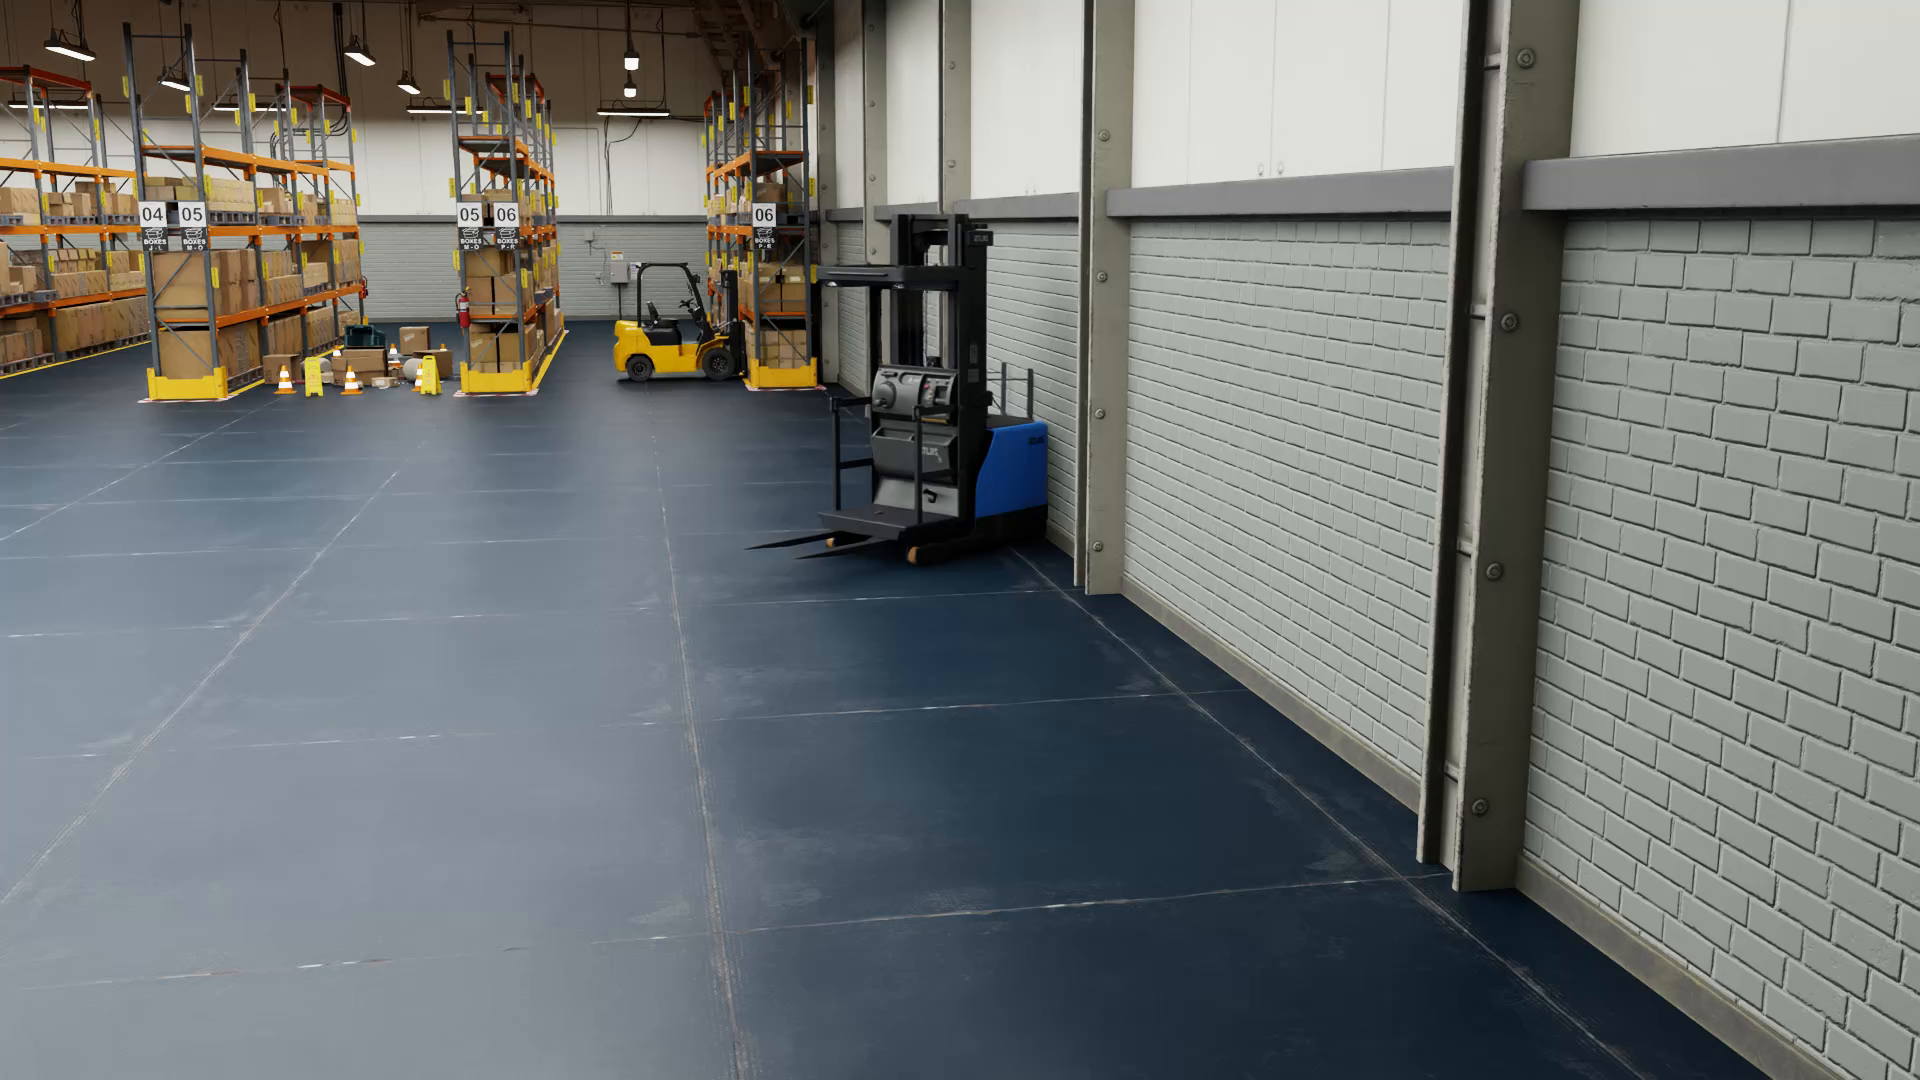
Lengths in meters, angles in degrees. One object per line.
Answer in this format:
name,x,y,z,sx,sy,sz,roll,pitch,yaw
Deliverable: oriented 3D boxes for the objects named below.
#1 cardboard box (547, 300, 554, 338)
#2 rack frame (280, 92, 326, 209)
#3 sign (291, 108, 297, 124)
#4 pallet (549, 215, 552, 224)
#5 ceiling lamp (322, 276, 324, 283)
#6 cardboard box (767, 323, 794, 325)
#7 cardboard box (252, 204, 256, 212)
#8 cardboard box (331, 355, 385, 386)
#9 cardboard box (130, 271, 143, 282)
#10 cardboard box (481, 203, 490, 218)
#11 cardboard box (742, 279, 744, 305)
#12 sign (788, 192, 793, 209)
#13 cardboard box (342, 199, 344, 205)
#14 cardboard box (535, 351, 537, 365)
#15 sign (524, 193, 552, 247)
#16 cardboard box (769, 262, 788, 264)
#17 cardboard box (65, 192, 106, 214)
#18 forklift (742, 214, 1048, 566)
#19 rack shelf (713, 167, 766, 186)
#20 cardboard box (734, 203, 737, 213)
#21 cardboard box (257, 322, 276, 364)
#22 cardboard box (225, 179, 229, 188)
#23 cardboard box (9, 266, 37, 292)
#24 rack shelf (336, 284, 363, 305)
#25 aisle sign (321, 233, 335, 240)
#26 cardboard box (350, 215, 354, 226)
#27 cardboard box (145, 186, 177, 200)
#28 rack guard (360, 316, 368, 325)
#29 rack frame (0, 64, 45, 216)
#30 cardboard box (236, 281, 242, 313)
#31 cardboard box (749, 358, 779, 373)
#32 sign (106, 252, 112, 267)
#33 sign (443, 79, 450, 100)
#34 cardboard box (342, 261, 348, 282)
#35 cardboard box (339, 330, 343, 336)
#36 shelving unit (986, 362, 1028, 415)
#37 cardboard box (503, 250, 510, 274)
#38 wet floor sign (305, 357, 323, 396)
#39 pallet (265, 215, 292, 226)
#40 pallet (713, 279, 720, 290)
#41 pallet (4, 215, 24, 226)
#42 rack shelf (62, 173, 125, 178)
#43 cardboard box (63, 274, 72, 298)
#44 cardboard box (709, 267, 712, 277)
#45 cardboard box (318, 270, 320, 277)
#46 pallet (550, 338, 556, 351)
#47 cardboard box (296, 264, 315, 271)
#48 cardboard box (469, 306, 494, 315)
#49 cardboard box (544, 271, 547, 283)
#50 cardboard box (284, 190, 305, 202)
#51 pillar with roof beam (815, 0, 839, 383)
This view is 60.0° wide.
cardboard box,-9.963,-5.134,38.762,0.875,0.875,0.875,-2,11,-9
rack frame,-15.185,-8.996,38.449,0.949,2.616,0.053,-2,11,-11
sign,-13.860,-8.820,34.603,0.100,0.325,0.005,-2,11,-11
pallet,-10.495,-7.828,40.572,1.003,0.211,1.213,-2,11,-11
ceiling lamp,-21.301,-6.131,27.734,17.082,4.358,17.760,-2,11,-11
cardboard box,-3.438,-4.040,32.008,0.500,0.250,0.500,-2,11,-11
cardboard box,-13.241,-6.132,30.706,0.380,0.149,0.250,-2,11,-11
cardboard box,-10.837,-3.051,29.933,0.637,0.503,0.797,9,14,38
cardboard box,-20.293,-6.428,40.605,0.500,0.250,0.500,-3,11,-13
cardboard box,-8.376,-5.677,28.638,0.500,0.250,0.500,-2,11,-12
cardboard box,-3.974,-4.825,32.311,0.500,0.500,0.500,-2,11,-10
sign,-3.378,-6.749,33.068,0.100,0.325,0.005,-2,11,-11
cardboard box,-15.329,-8.291,40.763,0.380,0.149,0.250,-2,11,-13
cardboard box,-8.298,-3.440,31.533,0.500,0.250,0.500,-2,11,-13
sign,-10.322,-7.730,40.144,0.995,1.279,0.694,-2,11,-11
cardboard box,-3.555,-5.381,32.699,0.380,0.149,0.250,-2,11,-13
cardboard box,-20.278,-7.807,38.564,0.700,0.500,0.500,-3,11,-14
forklift,-0.543,-1.327,14.381,1.130,2.935,3.031,10,14,41
rack shelf,-5.089,-8.459,38.622,1.077,0.370,4.000,-2,11,-11
cardboard box,-4.301,-6.771,33.627,0.500,0.311,0.500,-2,11,-13
cardboard box,-13.835,-3.794,32.054,1.050,0.750,0.750,-2,11,-11
cardboard box,-12.847,-6.152,28.675,0.380,0.149,0.250,-2,11,-12
cardboard box,-18.938,-5.213,33.226,0.700,0.500,0.500,0,11,-3
rack shelf,-15.571,-6.063,41.005,1.077,0.370,4.000,-2,11,-11
aisle sign,-16.268,-8.063,42.635,0.394,0.787,0.004,-2,11,-11
cardboard box,-15.505,-8.016,41.720,0.500,0.250,0.500,-2,11,-11
cardboard box,-13.217,-5.729,27.523,0.500,0.250,0.500,-2,11,-10
rack guard,-15.945,-5.541,43.025,1.175,0.500,0.348,-2,11,-11
rack frame,-19.289,-8.101,33.745,1.000,3.000,0.127,-2,11,-11
cardboard box,-13.222,-4.292,29.374,0.875,0.550,0.500,-2,11,-11
cardboard box,-3.545,-3.158,30.053,0.500,0.250,0.500,-2,11,-11
sign,-19.536,-6.439,38.172,0.100,0.325,0.005,-2,11,-11
sign,-8.560,-7.514,27.741,0.100,0.325,0.005,-2,11,-11
cardboard box,-15.197,-6.529,40.466,0.500,0.500,0.500,-2,11,-12
cardboard box,-14.937,-4.934,39.650,0.380,0.149,0.250,-3,11,-13
shelving unit,0.320,-0.962,16.318,0.538,1.500,1.039,-1,9,-13
cardboard box,-8.577,-5.099,30.278,0.700,0.500,0.500,-2,11,-11
wet floor sign,-10.900,-2.759,28.018,0.267,0.644,0.232,-4,12,-21
pallet,-14.006,-6.375,33.206,1.003,0.211,1.213,-2,11,-8
pallet,-5.429,-6.184,40.233,1.003,0.211,1.213,-2,11,-11
pallet,-18.731,-6.109,31.802,1.213,0.211,1.003,-2,11,-11
rack shelf,-20.455,-8.748,39.613,0.919,0.124,3.809,-2,11,-11
cardboard box,-19.219,-5.397,35.313,0.500,0.500,0.500,-2,11,-13
cardboard box,-6.432,-7.142,44.358,0.500,0.250,0.500,-2,11,-11
cardboard box,-14.706,-6.021,37.614,0.380,0.149,0.250,-3,11,-14
pallet,-9.881,-4.515,38.407,1.003,0.211,1.213,-2,11,-11
cardboard box,-14.606,-6.070,37.074,0.380,0.149,0.250,-2,11,-12
cardboard box,-8.294,-3.984,28.833,0.380,0.149,0.250,-2,11,-9
cardboard box,-9.524,-5.883,37.200,0.500,0.250,0.500,-2,11,-10
cardboard box,-14.401,-7.439,35.972,0.396,0.266,0.258,-2,11,-11
pillar with roof beam,-6.618,-7.179,28.902,9.100,9.000,0.400,-2,11,-11
